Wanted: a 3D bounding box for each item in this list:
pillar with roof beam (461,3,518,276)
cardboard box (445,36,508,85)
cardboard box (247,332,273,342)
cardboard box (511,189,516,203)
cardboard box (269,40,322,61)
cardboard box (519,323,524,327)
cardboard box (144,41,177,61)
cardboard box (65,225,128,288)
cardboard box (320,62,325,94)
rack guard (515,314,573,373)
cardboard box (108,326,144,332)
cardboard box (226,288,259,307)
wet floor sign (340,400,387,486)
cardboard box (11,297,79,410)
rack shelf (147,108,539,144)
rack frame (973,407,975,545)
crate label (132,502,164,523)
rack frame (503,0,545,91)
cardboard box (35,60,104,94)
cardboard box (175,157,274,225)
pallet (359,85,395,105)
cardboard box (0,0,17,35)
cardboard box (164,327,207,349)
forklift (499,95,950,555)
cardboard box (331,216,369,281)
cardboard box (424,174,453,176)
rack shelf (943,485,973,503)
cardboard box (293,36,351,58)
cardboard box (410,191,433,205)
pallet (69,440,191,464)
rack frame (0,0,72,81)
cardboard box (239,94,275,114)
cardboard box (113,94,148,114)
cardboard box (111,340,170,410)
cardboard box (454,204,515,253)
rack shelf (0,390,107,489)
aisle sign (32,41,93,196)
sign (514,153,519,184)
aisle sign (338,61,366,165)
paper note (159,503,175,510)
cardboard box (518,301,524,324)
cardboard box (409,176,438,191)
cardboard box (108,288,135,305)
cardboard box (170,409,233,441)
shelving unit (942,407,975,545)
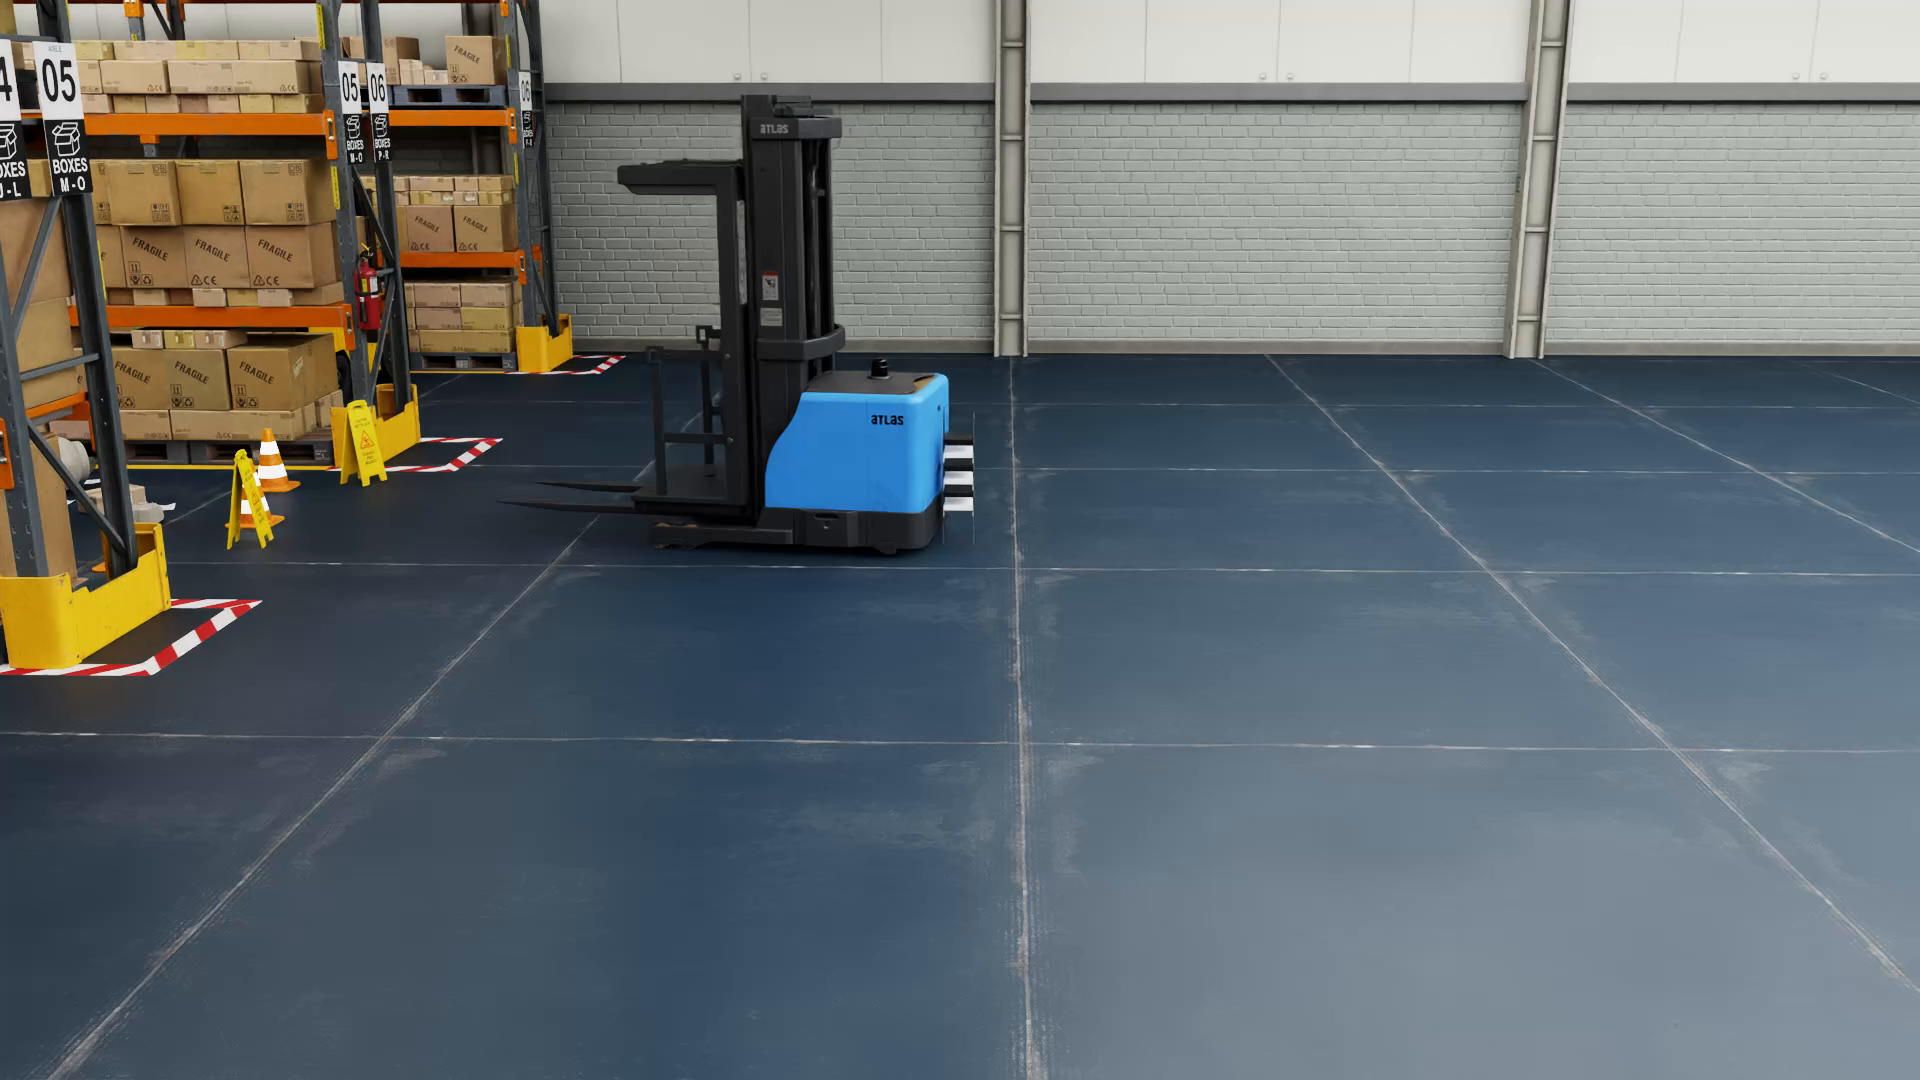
[{"bbox_3d":[-5.509,-5.485,14.490,0.400,9.000,9.100,0,15,1],"label":"pillar with roof beam"},{"bbox_3d":[-5.175,-5.139,17.842,0.500,0.500,0.500,1,15,3],"label":"cardboard box"},{"bbox_3d":[-6.195,-1.496,14.228,0.500,0.500,0.500,0,15,-1],"label":"cardboard box"},{"bbox_3d":[-5.059,-3.878,18.692,0.250,0.149,0.380,0,15,0],"label":"cardboard box"},{"bbox_3d":[-5.195,-3.823,13.001,0.250,0.149,0.380,1,15,2],"label":"cardboard box"},{"bbox_3d":[-5.212,-2.374,19.027,0.500,0.250,0.500,0,15,2],"label":"cardboard box"},{"bbox_3d":[-6.204,-3.850,13.102,0.250,0.149,0.380,0,15,1],"label":"cardboard box"},{"bbox_3d":[-6.906,-2.324,13.490,0.500,0.500,0.500,1,15,2],"label":"cardboard box"},{"bbox_3d":[-5.345,-3.775,13.599,0.500,0.250,0.500,0,15,0],"label":"cardboard box"},{"bbox_3d":[-4.702,-2.239,18.847,0.348,0.500,1.175,0,15,1],"label":"rack guard"},{"bbox_3d":[-9.247,-2.529,18.879,0.625,0.625,0.875,1,15,4],"label":"cardboard box"},{"bbox_3d":[-5.740,-1.989,13.491,0.250,0.149,0.380,0,15,0],"label":"cardboard box"},{"bbox_3d":[-4.687,-0.770,12.992,0.232,0.644,0.267,6,16,21],"label":"wet floor sign"},{"bbox_3d":[-5.247,-0.982,8.889,0.550,0.550,0.875,0,15,1],"label":"cardboard box"},{"bbox_3d":[-6.726,-4.563,18.287,4.000,0.370,1.077,0,15,1],"label":"rack shelf"},{"bbox_3d":[0.094,-0.435,11.223,0.006,0.900,0.240,0,15,1],"label":"rack frame"},{"bbox_3d":[-5.788,-0.176,11.737,0.298,0.136,0.250,-8,17,-28],"label":"crate label"},{"bbox_3d":[-4.726,-6.349,17.763,0.127,3.000,1.000,0,15,1],"label":"rack frame"},{"bbox_3d":[-6.894,-3.647,13.113,0.500,0.250,0.500,1,15,2],"label":"cardboard box"},{"bbox_3d":[-5.871,-2.810,13.373,0.500,0.500,0.700,1,15,2],"label":"cardboard box"},{"bbox_3d":[-6.655,-4.874,18.227,1.213,0.211,1.003,0,15,1],"label":"pallet"},{"bbox_3d":[-5.351,-2.761,8.735,0.500,0.250,0.500,0,15,1],"label":"cardboard box"},{"bbox_3d":[-6.277,-1.658,13.570,0.250,0.149,0.380,1,15,2],"label":"cardboard box"},{"bbox_3d":[-1.635,-1.483,11.217,3.031,2.935,1.130,3,15,10],"label":"forklift"},{"bbox_3d":[-5.316,-2.448,13.959,0.500,0.500,0.500,0,15,1],"label":"cardboard box"},{"bbox_3d":[-5.829,-4.024,18.662,0.250,0.149,0.380,0,15,2],"label":"cardboard box"},{"bbox_3d":[-0.008,-0.316,11.257,0.200,0.077,0.258,0,15,1],"label":"rack shelf"},{"bbox_3d":[-6.780,-5.186,18.015,0.637,0.503,0.797,1,15,3],"label":"cardboard box"},{"bbox_3d":[-5.842,-3.757,18.231,0.250,0.149,0.380,0,15,1],"label":"cardboard box"},{"bbox_3d":[-6.953,-0.857,14.175,1.213,0.211,1.003,0,15,1],"label":"pallet"},{"bbox_3d":[-4.875,-3.820,8.178,0.127,3.000,1.000,0,15,1],"label":"rack frame"},{"bbox_3d":[-5.463,-3.435,13.093,0.250,0.149,0.380,0,15,2],"label":"cardboard box"},{"bbox_3d":[-6.493,-3.457,13.177,0.250,0.149,0.380,0,15,0],"label":"cardboard box"},{"bbox_3d":[-6.683,-1.364,13.729,0.500,0.500,0.500,0,15,0],"label":"cardboard box"},{"bbox_3d":[-5.225,-3.432,18.274,0.500,0.500,0.500,0,15,0],"label":"cardboard box"},{"bbox_3d":[-6.874,-0.584,9.084,4.000,0.370,1.077,0,15,1],"label":"rack shelf"},{"bbox_3d":[-4.796,-2.252,8.900,0.004,0.787,0.394,0,15,1],"label":"aisle sign"},{"bbox_3d":[-4.754,-3.984,17.826,0.005,0.325,0.100,0,15,1],"label":"sign"},{"bbox_3d":[-4.795,-3.365,13.117,0.004,0.787,0.394,0,15,1],"label":"aisle sign"},{"bbox_3d":[-5.845,-0.245,12.208,0.142,0.019,0.148,-5,16,-18],"label":"paper note"},{"bbox_3d":[-5.191,-2.619,18.974,0.500,0.250,0.500,1,15,2],"label":"cardboard box"},{"bbox_3d":[-5.846,-3.911,18.234,0.250,0.149,0.380,0,15,2],"label":"cardboard box"},{"bbox_3d":[-6.756,-2.023,13.622,0.250,0.149,0.380,0,15,1],"label":"cardboard box"},{"bbox_3d":[-6.182,-0.998,13.808,0.500,0.250,0.500,0,15,2],"label":"cardboard box"},{"bbox_3d":[-0.008,-0.435,11.225,0.210,0.900,0.258,0,15,1],"label":"shelving unit"}]
